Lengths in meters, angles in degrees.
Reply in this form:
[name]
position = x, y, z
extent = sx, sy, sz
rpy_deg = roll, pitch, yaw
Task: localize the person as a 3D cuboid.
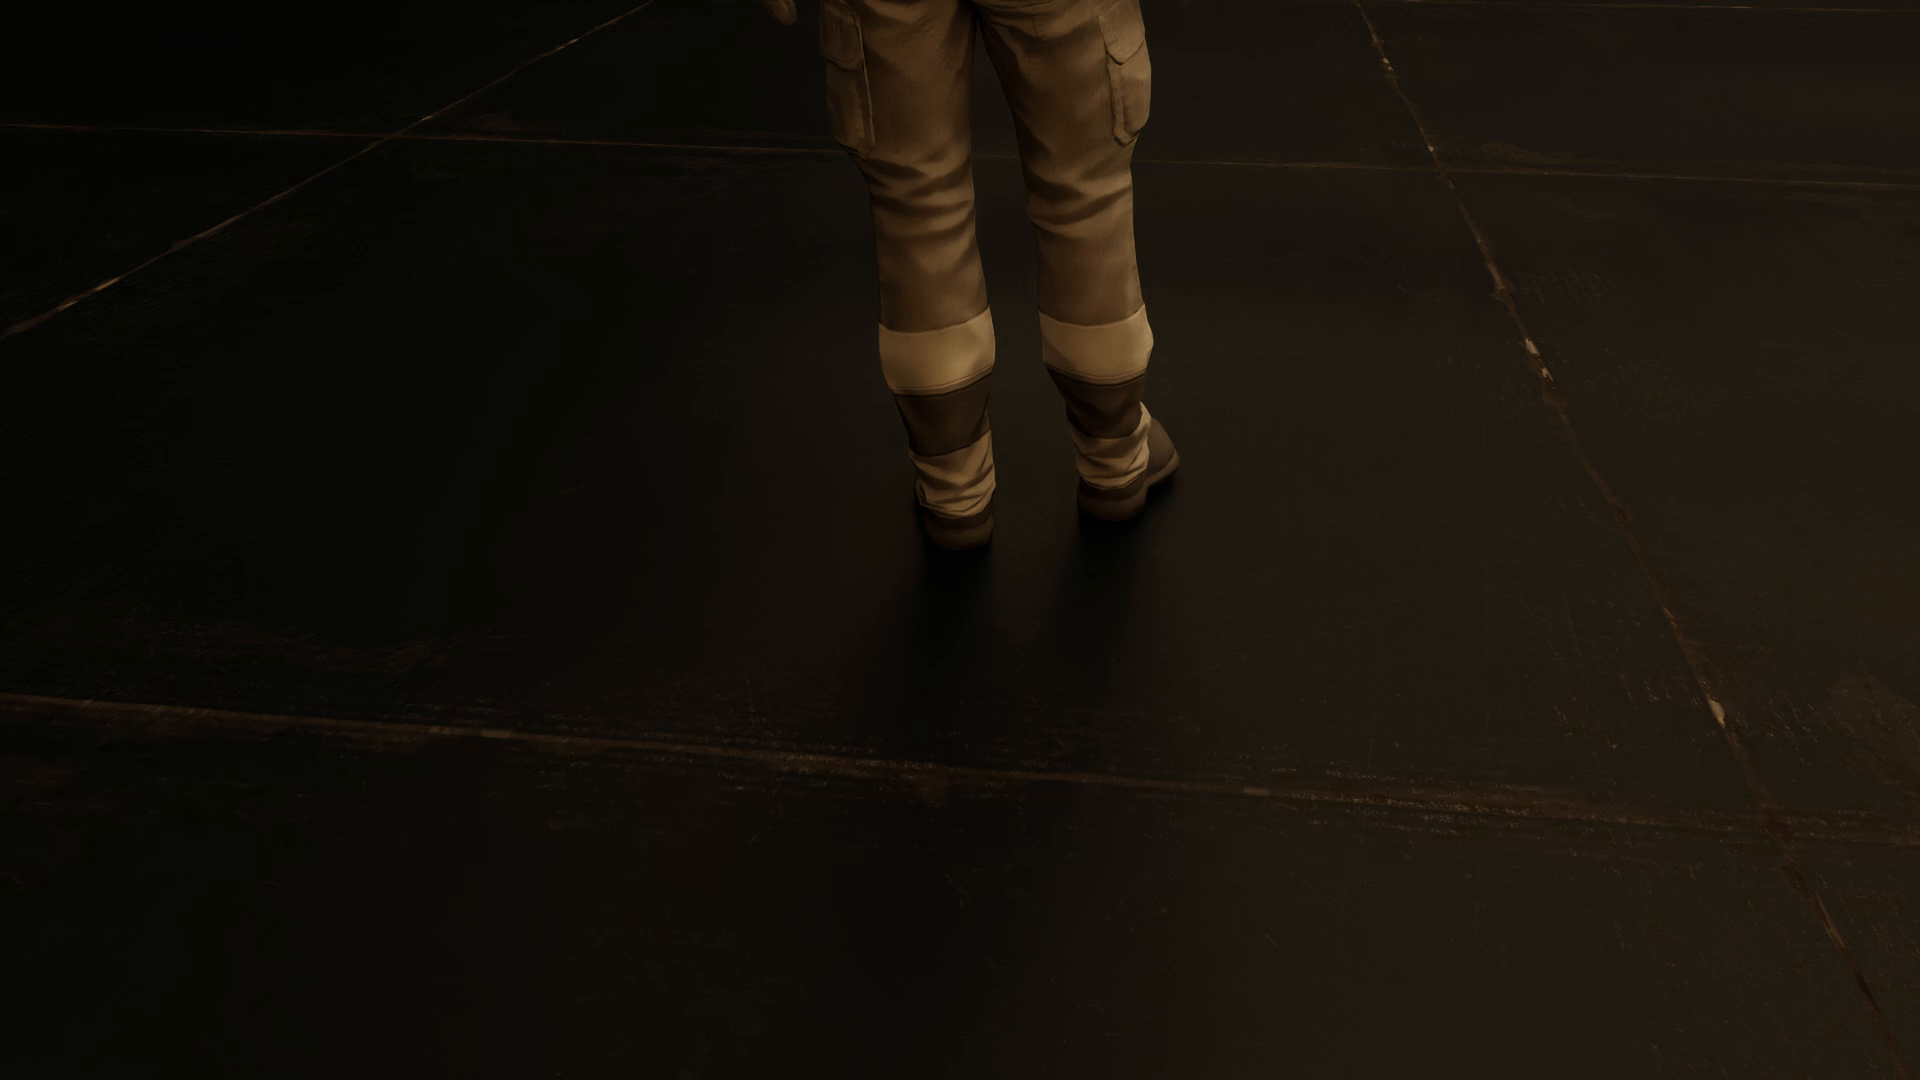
[person]
position = 0.023, -0.842, 2.168
extent = 0.637, 1.790, 0.562
rpy_deg = 3, 27, 7
